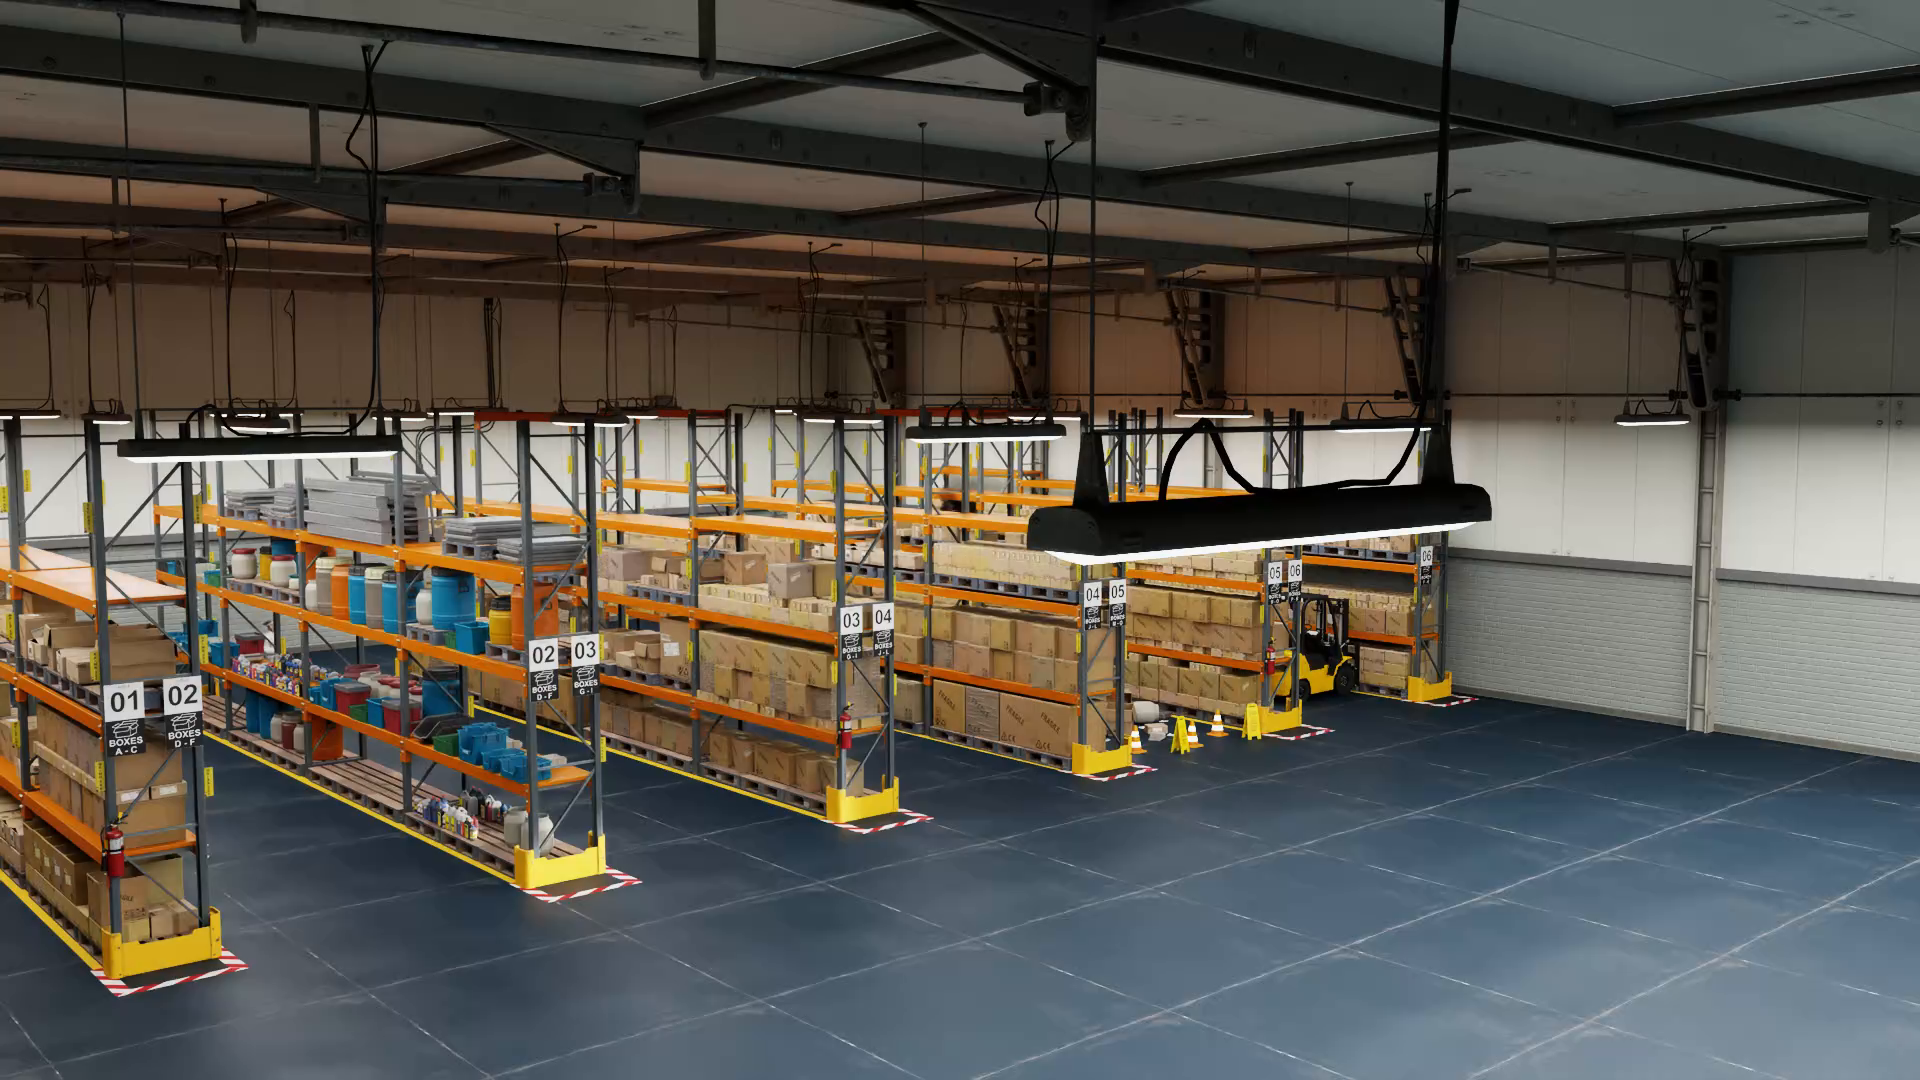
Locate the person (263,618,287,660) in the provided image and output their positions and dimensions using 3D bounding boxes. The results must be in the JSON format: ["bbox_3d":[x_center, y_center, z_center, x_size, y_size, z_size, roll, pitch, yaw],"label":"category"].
[{"bbox_3d":[-14.187,2.464,34.504,0.786,1.688,0.587,3,6,27],"label":"person"}]

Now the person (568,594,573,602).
[{"bbox_3d":[-8.980,2.066,38.385,0.767,1.743,1.058,-4,6,-37],"label":"person"}]
